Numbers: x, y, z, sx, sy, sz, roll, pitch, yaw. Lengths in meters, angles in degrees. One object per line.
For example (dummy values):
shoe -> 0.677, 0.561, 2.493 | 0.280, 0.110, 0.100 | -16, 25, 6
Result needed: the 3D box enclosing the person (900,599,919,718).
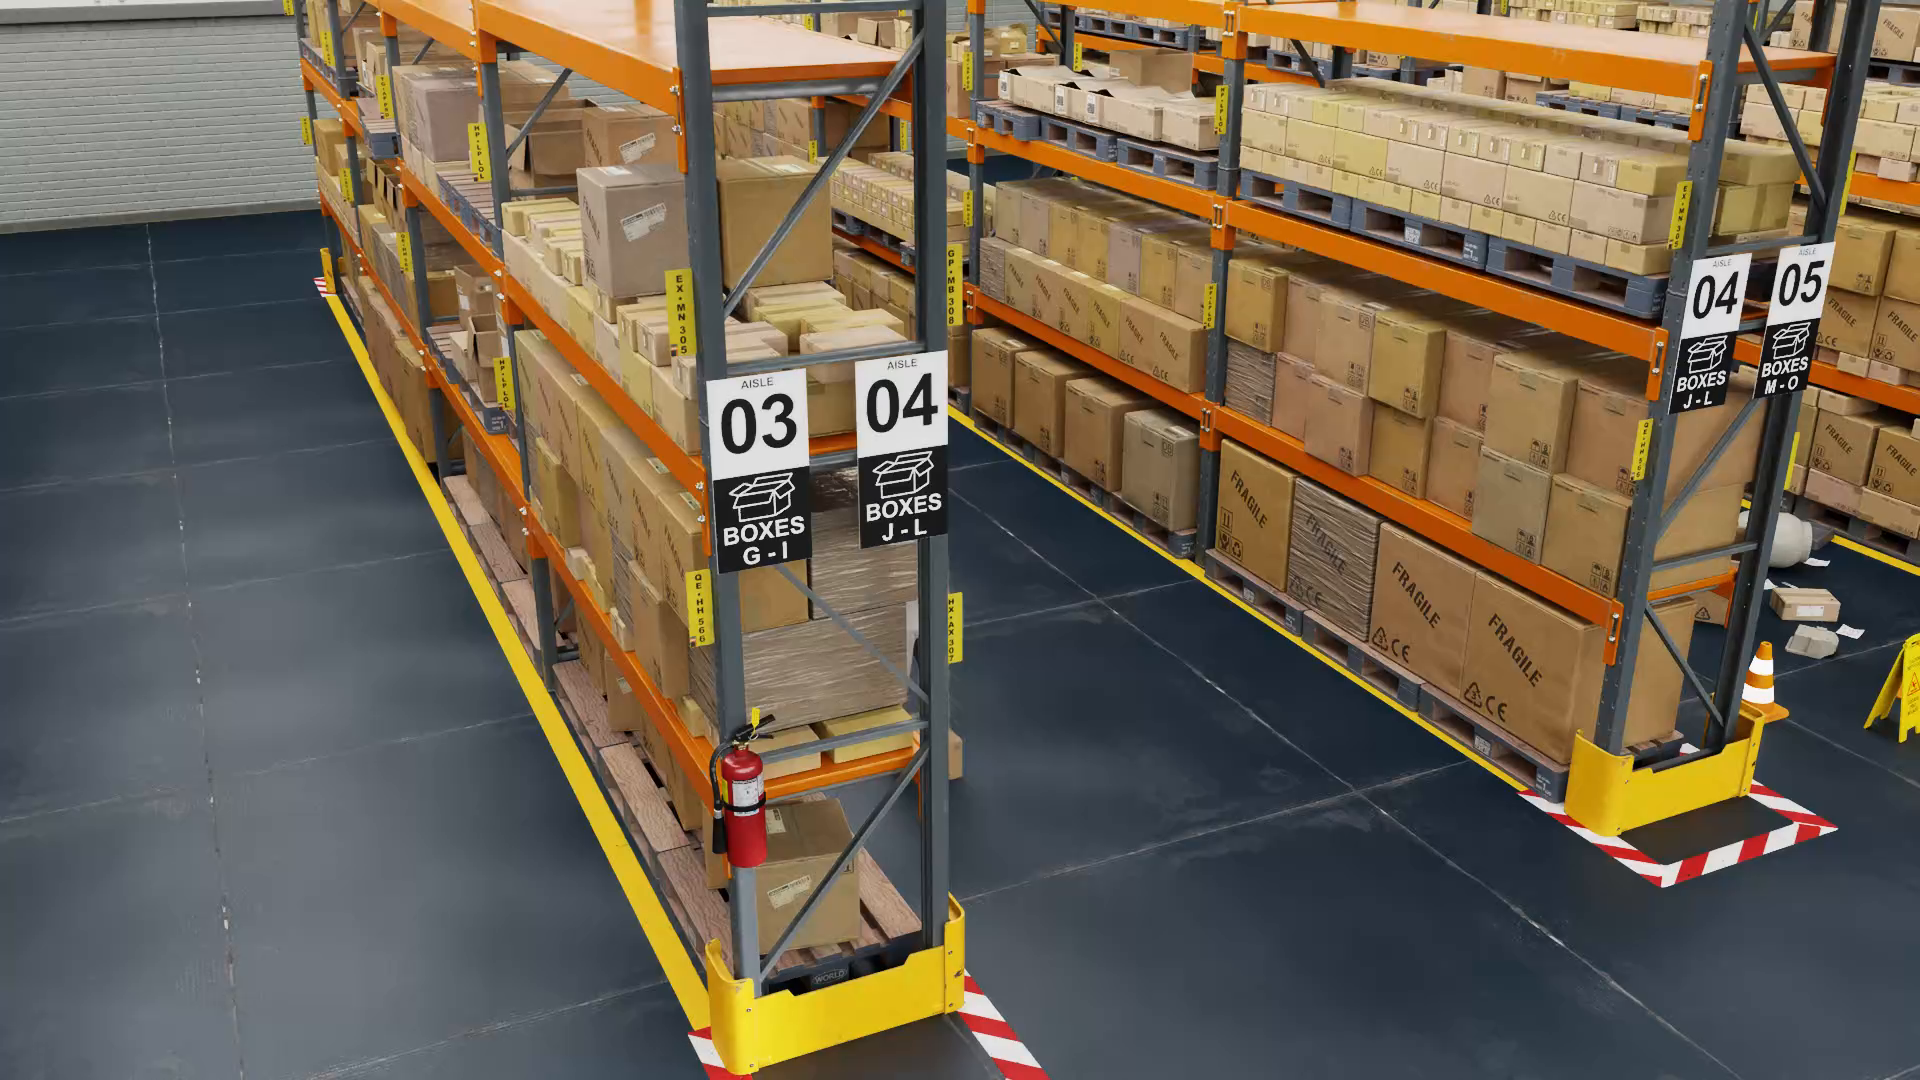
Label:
person -> -0.268, 0.526, 9.727 | 0.495, 1.666, 0.349 | -11, 25, -26
